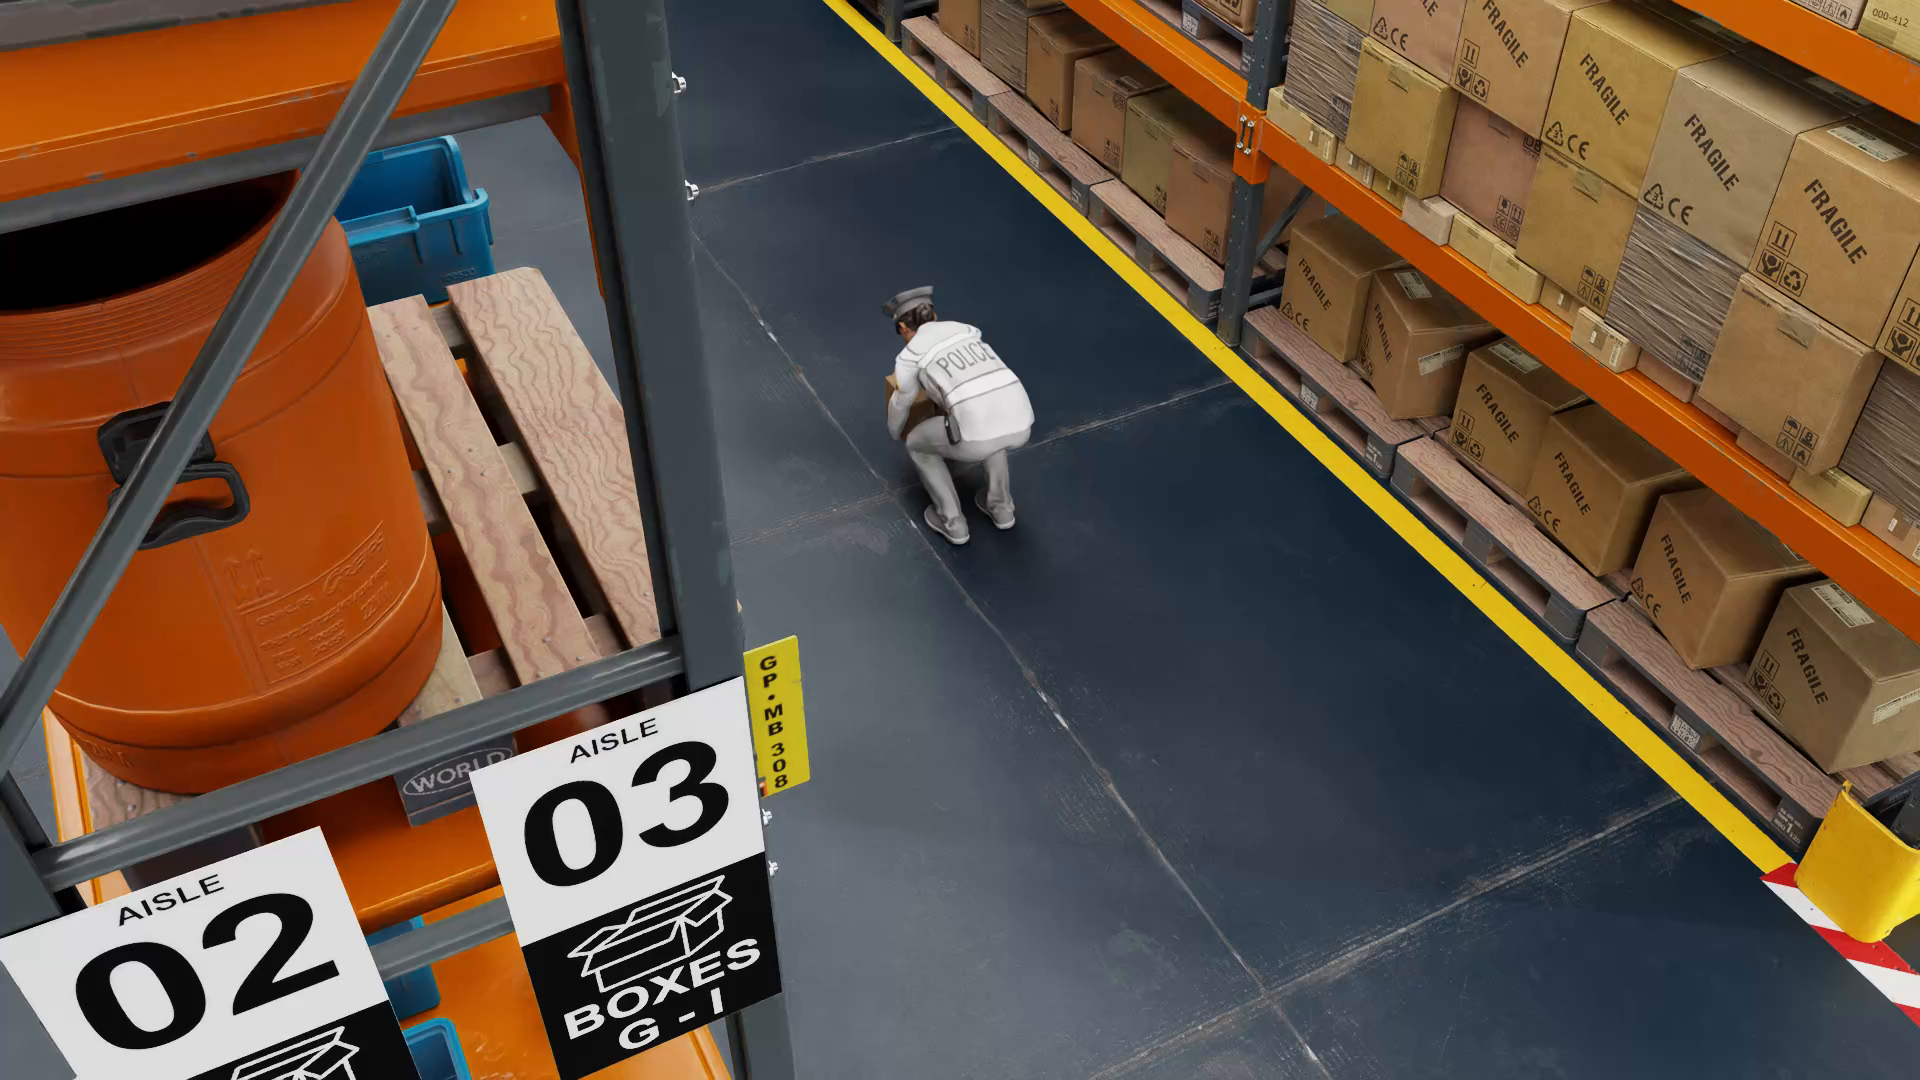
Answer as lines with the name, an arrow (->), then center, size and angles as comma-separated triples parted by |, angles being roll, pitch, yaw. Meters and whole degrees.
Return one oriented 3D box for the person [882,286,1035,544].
person -> -0.033, -0.550, 7.298 | 0.469, 0.982, 0.911 | -21, 46, -22
